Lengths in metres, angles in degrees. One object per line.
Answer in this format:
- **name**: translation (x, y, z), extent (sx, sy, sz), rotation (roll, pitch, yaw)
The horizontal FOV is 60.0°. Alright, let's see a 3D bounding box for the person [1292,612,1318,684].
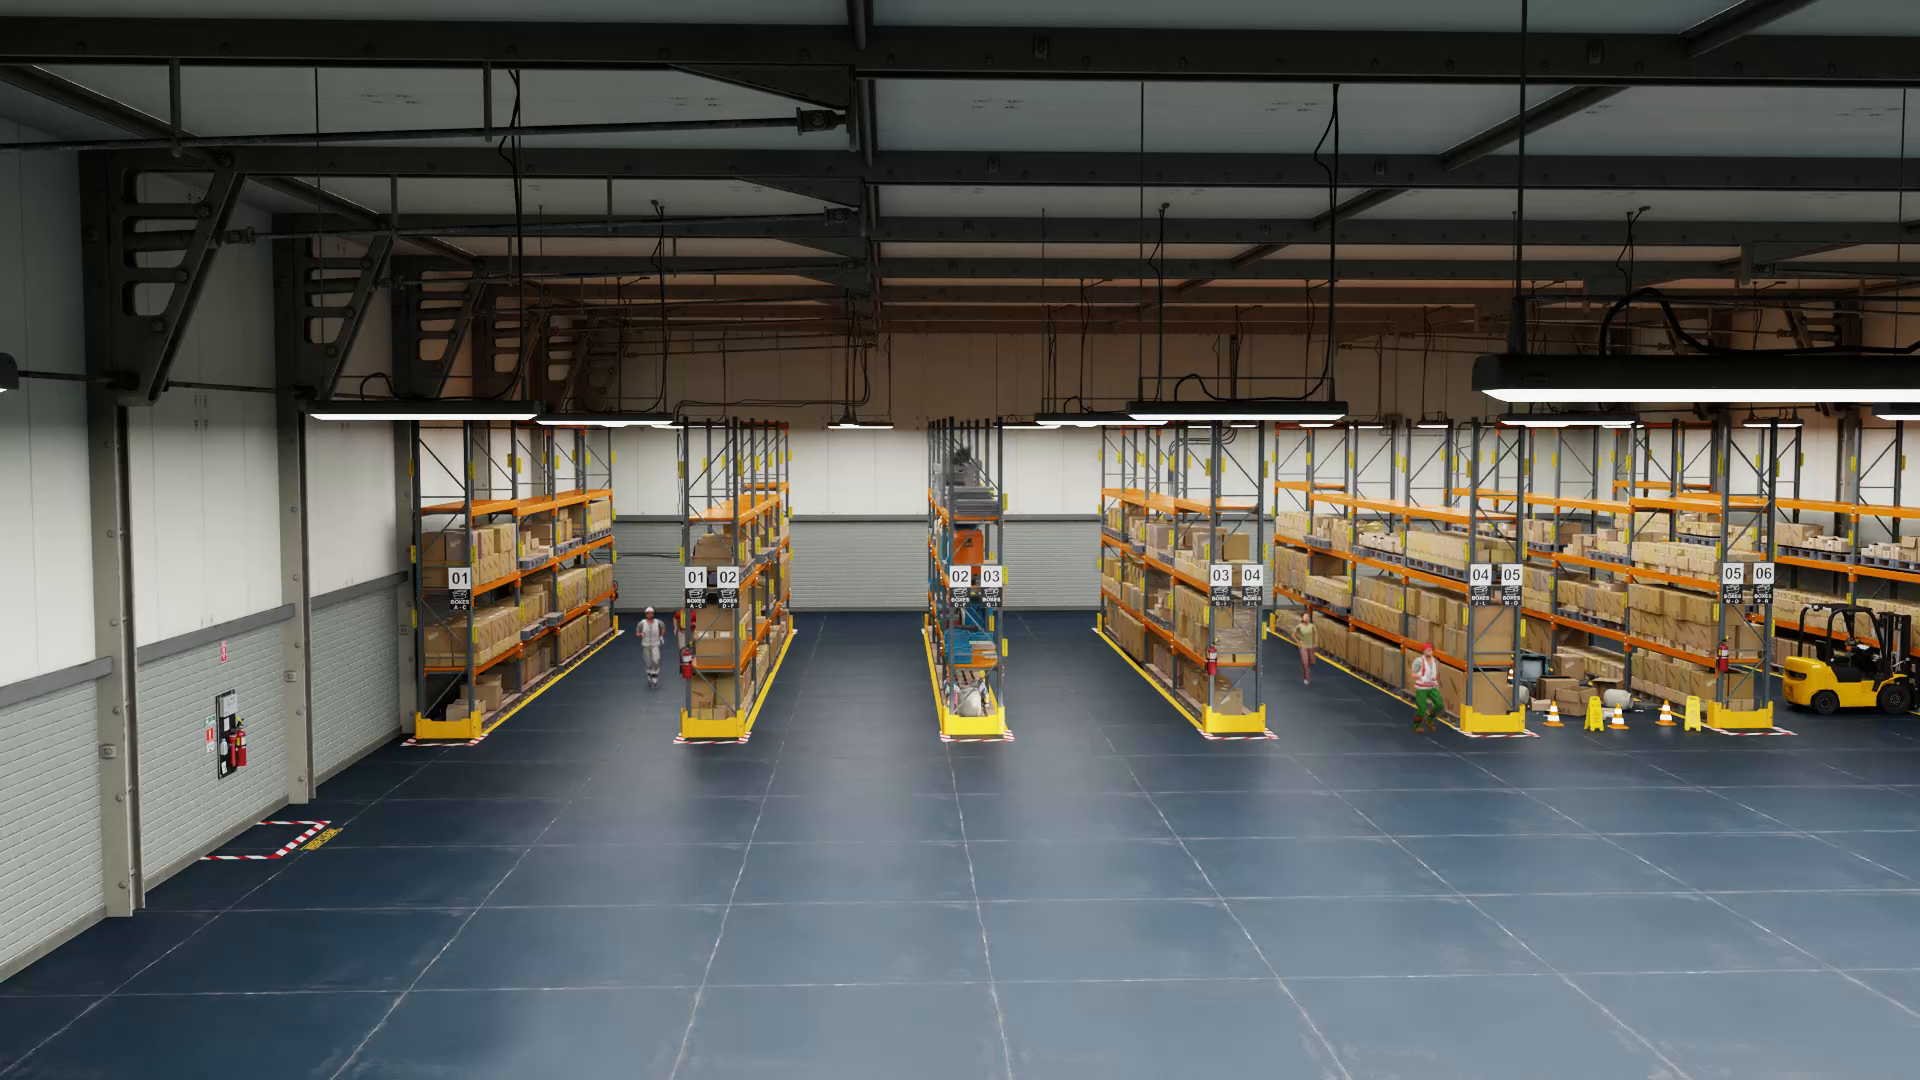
- **person**: translation (7.880, 2.450, 37.963), extent (0.597, 1.616, 0.639), rotation (0, 4, -6)

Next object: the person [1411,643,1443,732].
- **person**: translation (8.812, 2.797, 31.357), extent (0.675, 1.734, 0.720), rotation (-1, 4, -15)

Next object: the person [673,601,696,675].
- **person**: translation (-6.461, 2.298, 39.397), extent (0.638, 1.801, 0.785), rotation (-1, 4, -10)

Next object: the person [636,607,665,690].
- **person**: translation (-6.899, 2.413, 37.084), extent (0.633, 1.848, 0.793), rotation (0, 4, -7)
